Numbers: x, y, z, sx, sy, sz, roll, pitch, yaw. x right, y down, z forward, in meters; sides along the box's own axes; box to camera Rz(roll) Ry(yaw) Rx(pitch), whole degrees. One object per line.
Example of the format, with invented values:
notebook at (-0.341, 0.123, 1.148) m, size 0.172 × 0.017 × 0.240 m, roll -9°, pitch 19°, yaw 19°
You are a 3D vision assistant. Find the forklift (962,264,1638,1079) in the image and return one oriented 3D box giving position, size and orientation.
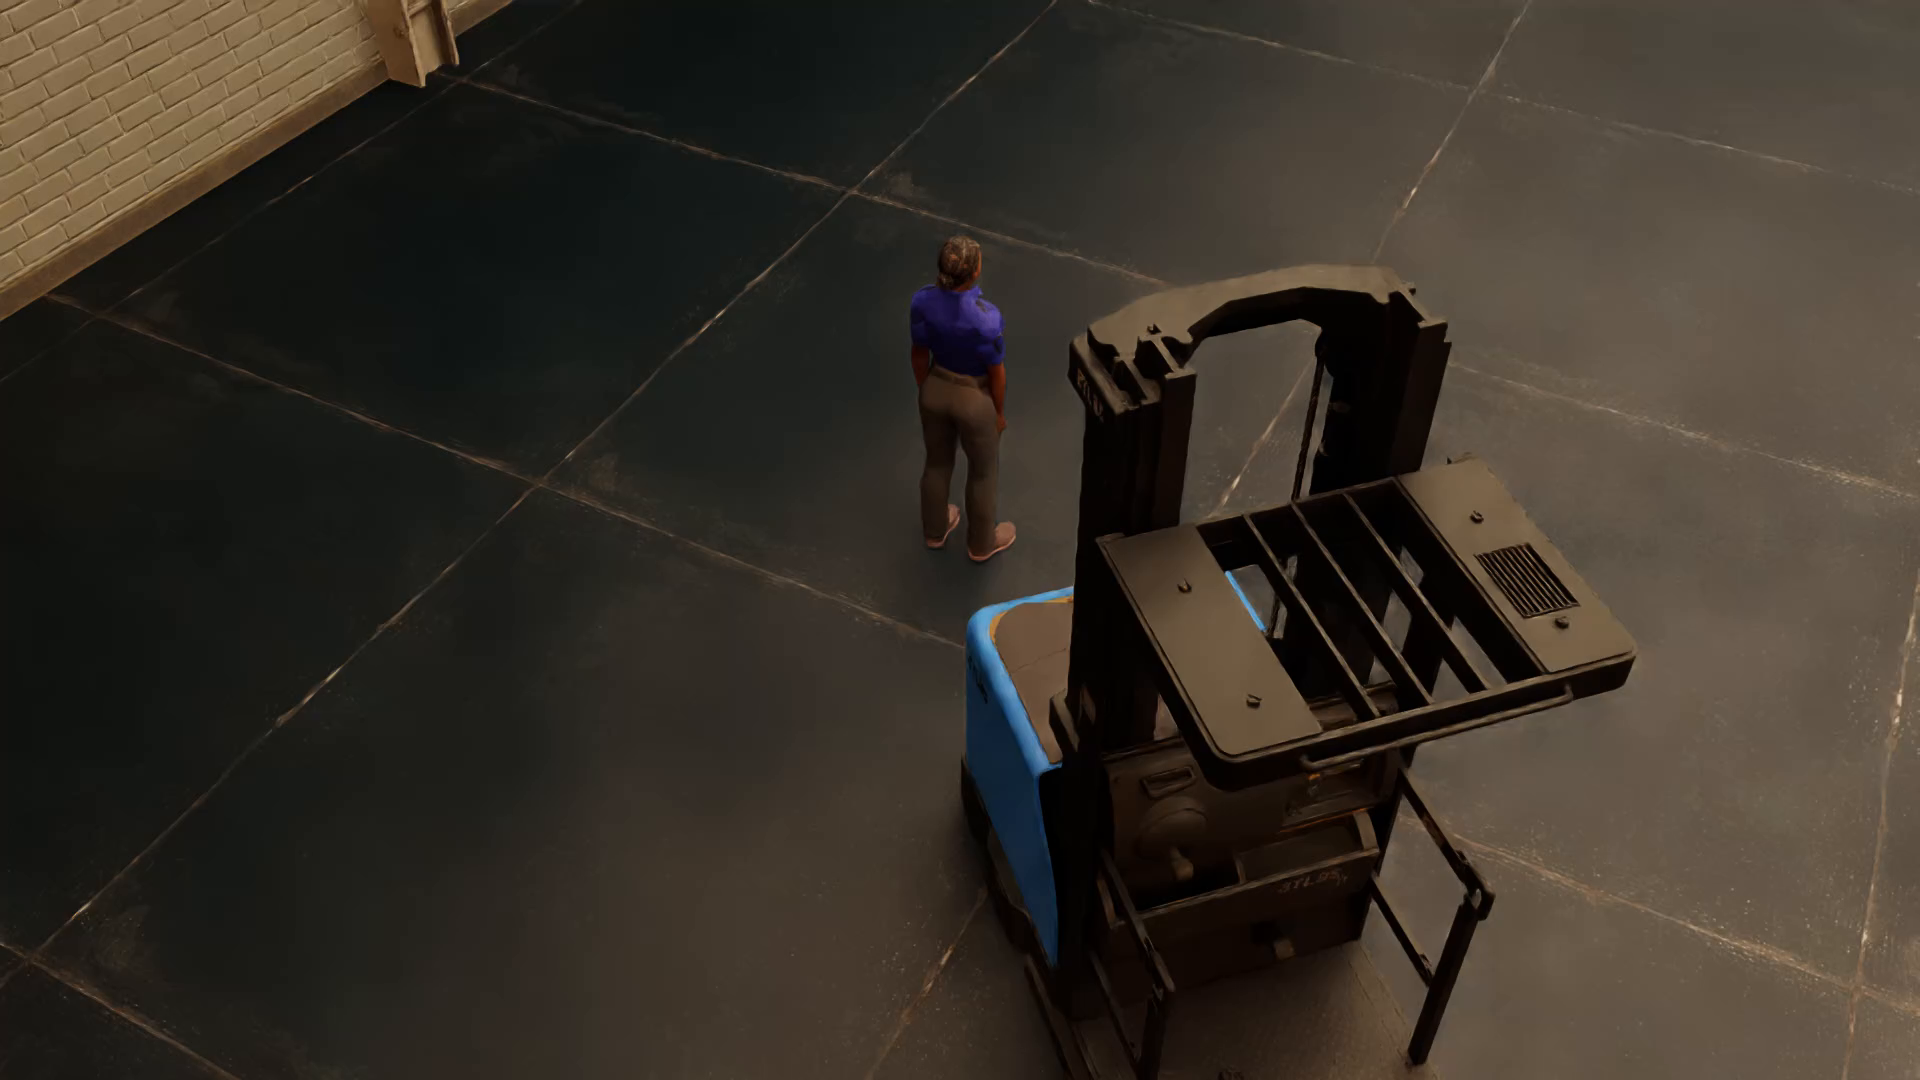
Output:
forklift at (0.945, 0.826, 4.777) m, size 1.130 × 2.935 × 3.031 m, roll -13°, pitch 45°, yaw -13°

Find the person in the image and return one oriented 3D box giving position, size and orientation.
person at (0.017, -0.615, 7.236) m, size 0.446 × 1.662 × 0.320 m, roll 20°, pitch 47°, yaw 20°
